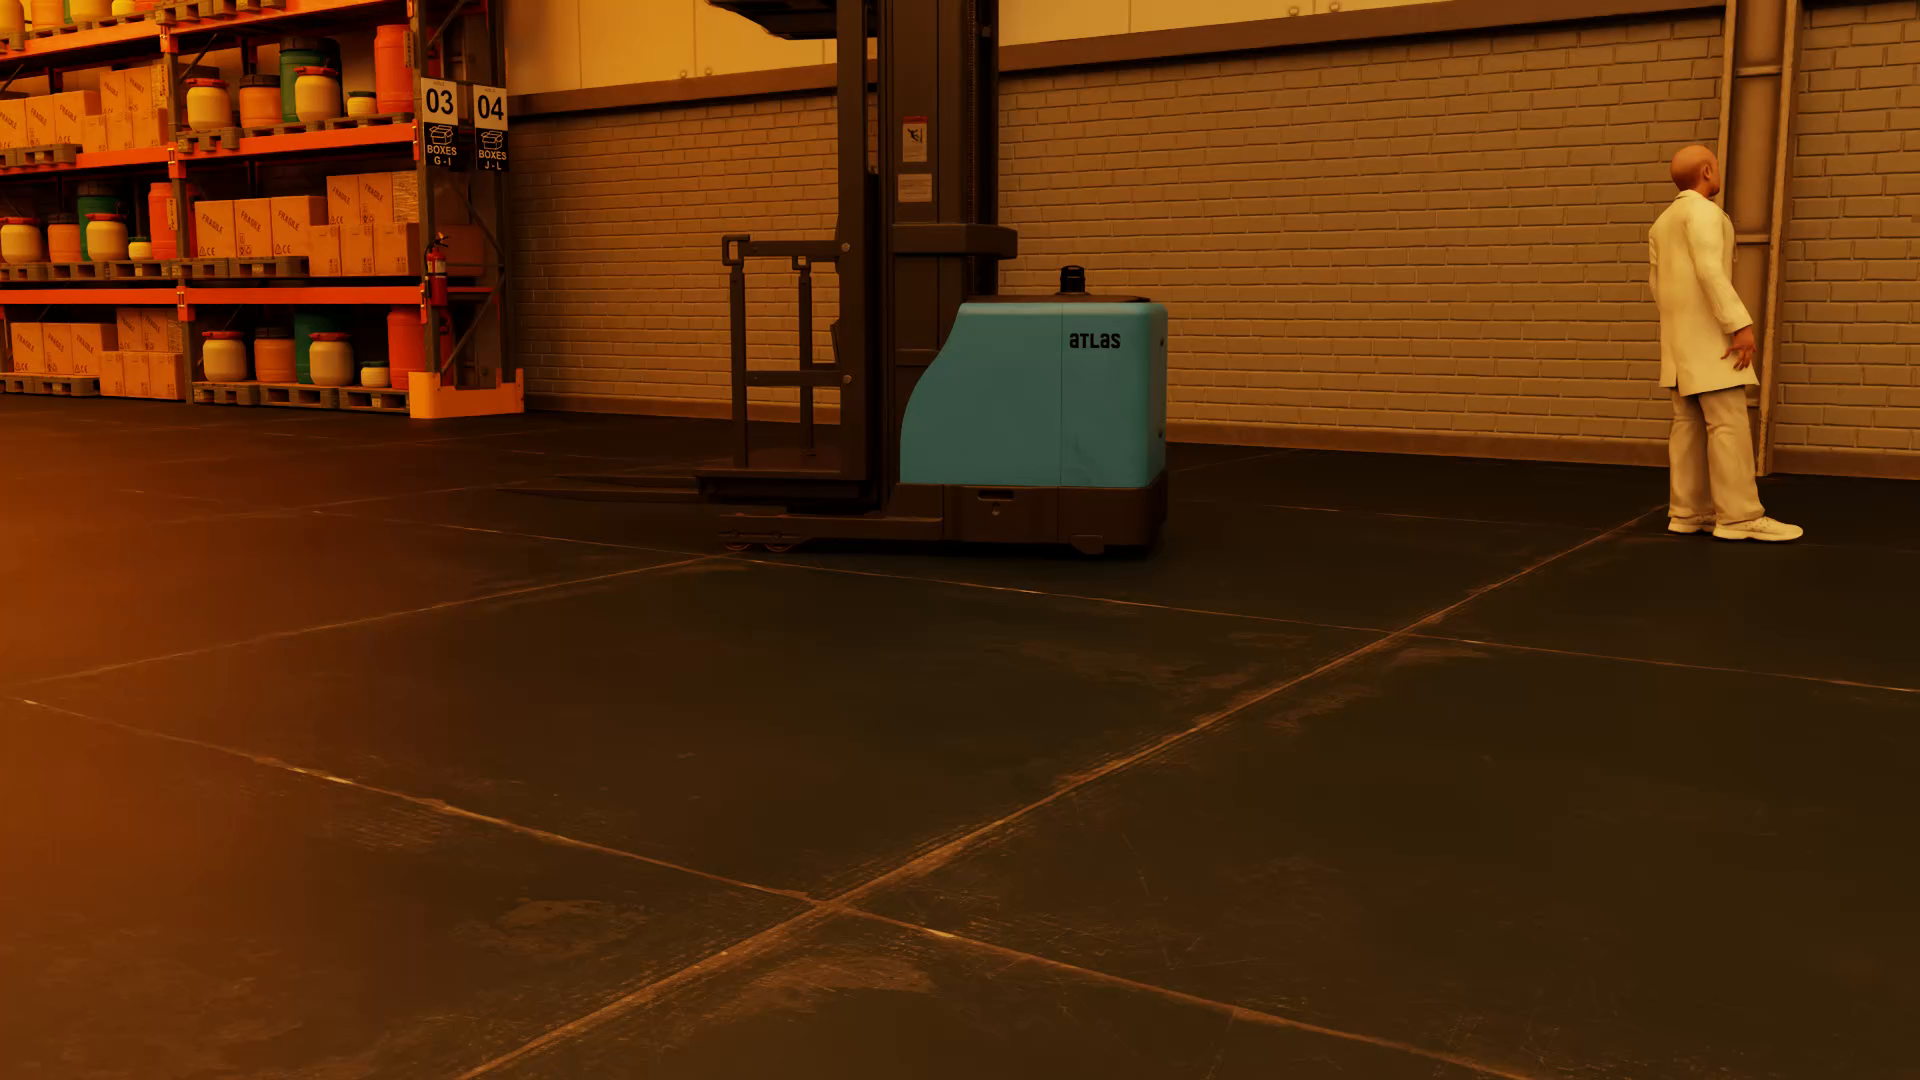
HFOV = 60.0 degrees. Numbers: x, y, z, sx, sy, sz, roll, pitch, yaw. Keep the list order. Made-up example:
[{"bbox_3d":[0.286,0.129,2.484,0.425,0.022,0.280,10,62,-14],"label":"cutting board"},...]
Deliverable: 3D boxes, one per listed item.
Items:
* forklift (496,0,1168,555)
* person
[{"bbox_3d":[-0.596,-1.469,7.520,3.031,2.935,1.130,2,8,12],"label":"forklift"},{"bbox_3d":[3.510,-0.913,7.657,0.575,1.776,0.694,0,8,-1],"label":"person"}]
